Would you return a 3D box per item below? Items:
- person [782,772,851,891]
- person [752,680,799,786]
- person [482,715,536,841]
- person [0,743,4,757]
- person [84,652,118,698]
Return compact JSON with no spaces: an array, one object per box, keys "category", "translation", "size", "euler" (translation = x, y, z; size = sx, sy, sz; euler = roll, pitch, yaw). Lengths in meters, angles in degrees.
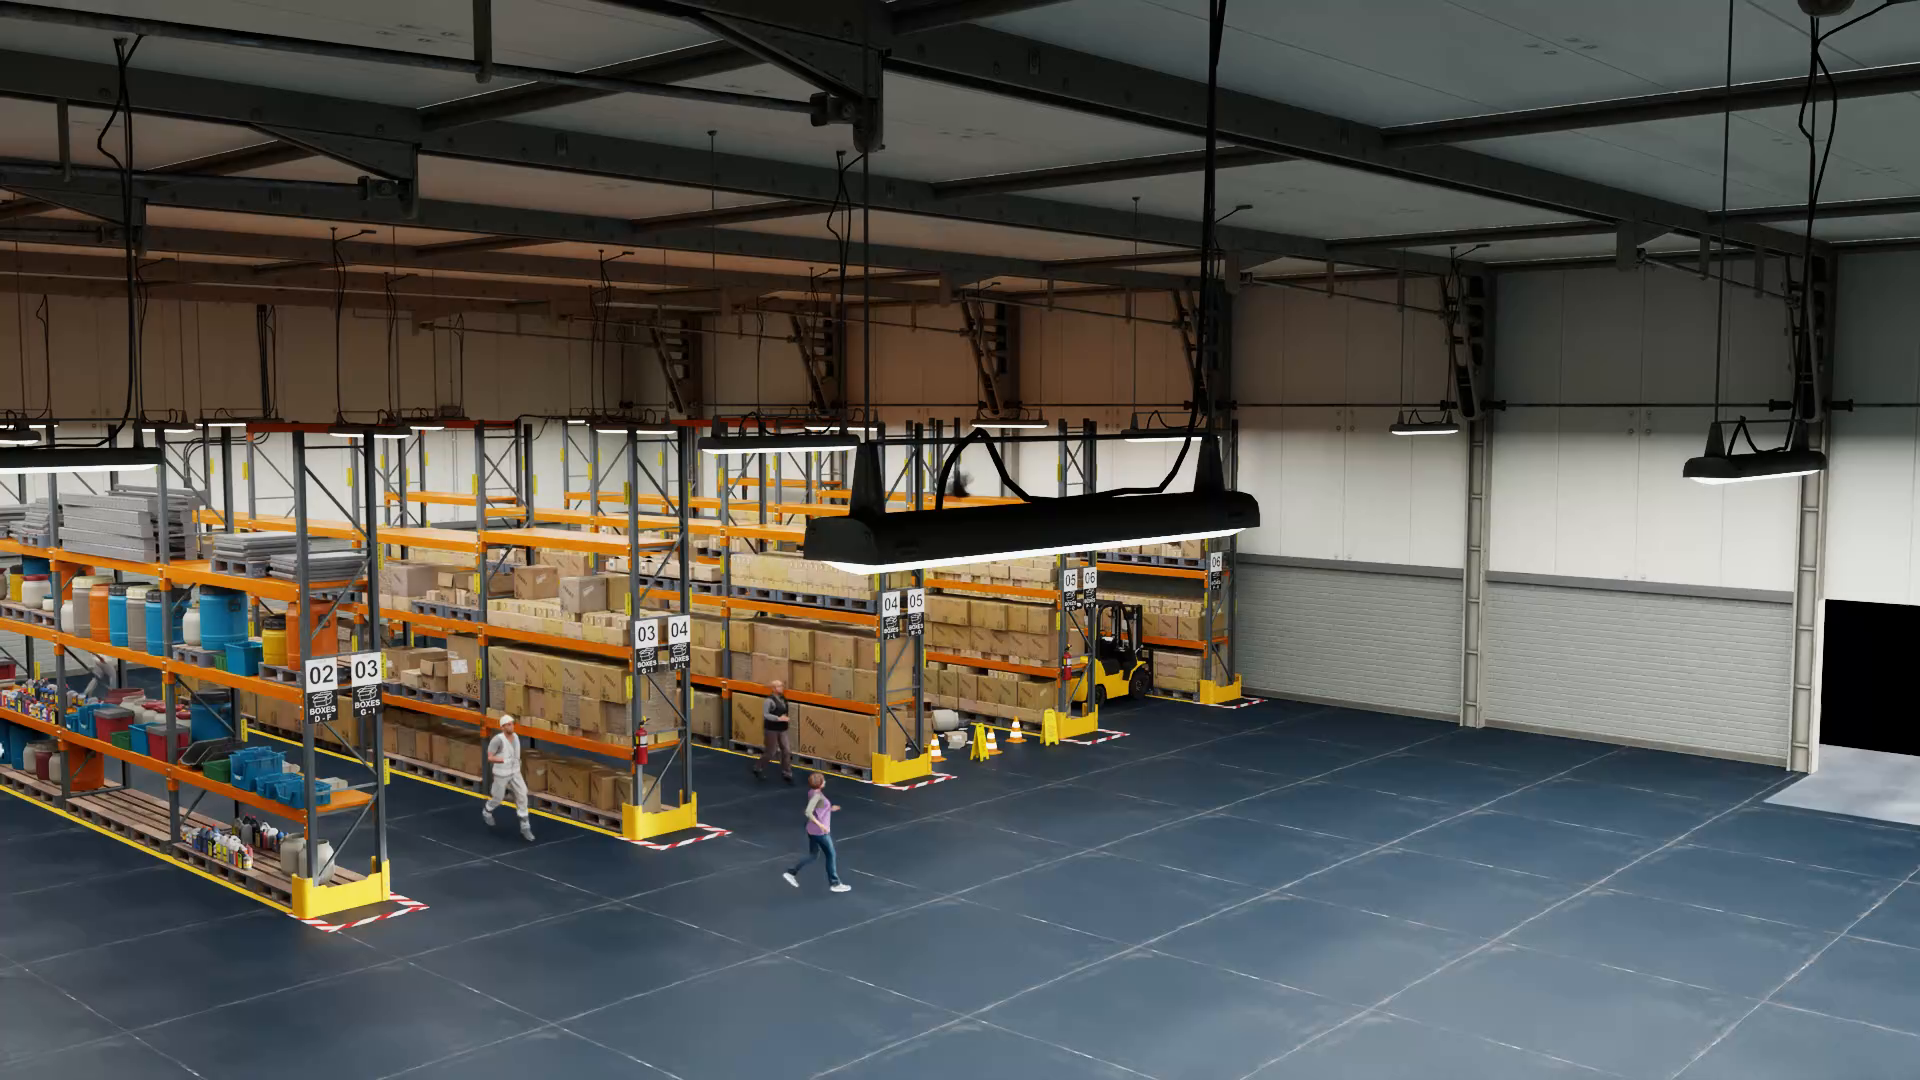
[{"category":"person","translation":[-1.845,3.769,21.432],"size":[0.886,1.578,0.541],"euler":[-2,5,-18]},{"category":"person","translation":[-3.079,3.203,27.721],"size":[0.844,1.757,0.673],"euler":[3,6,32]},{"category":"person","translation":[-6.672,3.458,24.325],"size":[1.088,1.818,0.621],"euler":[4,6,41]},{"category":"person","translation":[-14.774,3.458,25.091],"size":[0.645,1.666,0.558],"euler":[-4,6,-39]},{"category":"person","translation":[-18.210,2.617,35.271],"size":[0.799,1.749,0.553],"euler":[-3,6,-35]}]
